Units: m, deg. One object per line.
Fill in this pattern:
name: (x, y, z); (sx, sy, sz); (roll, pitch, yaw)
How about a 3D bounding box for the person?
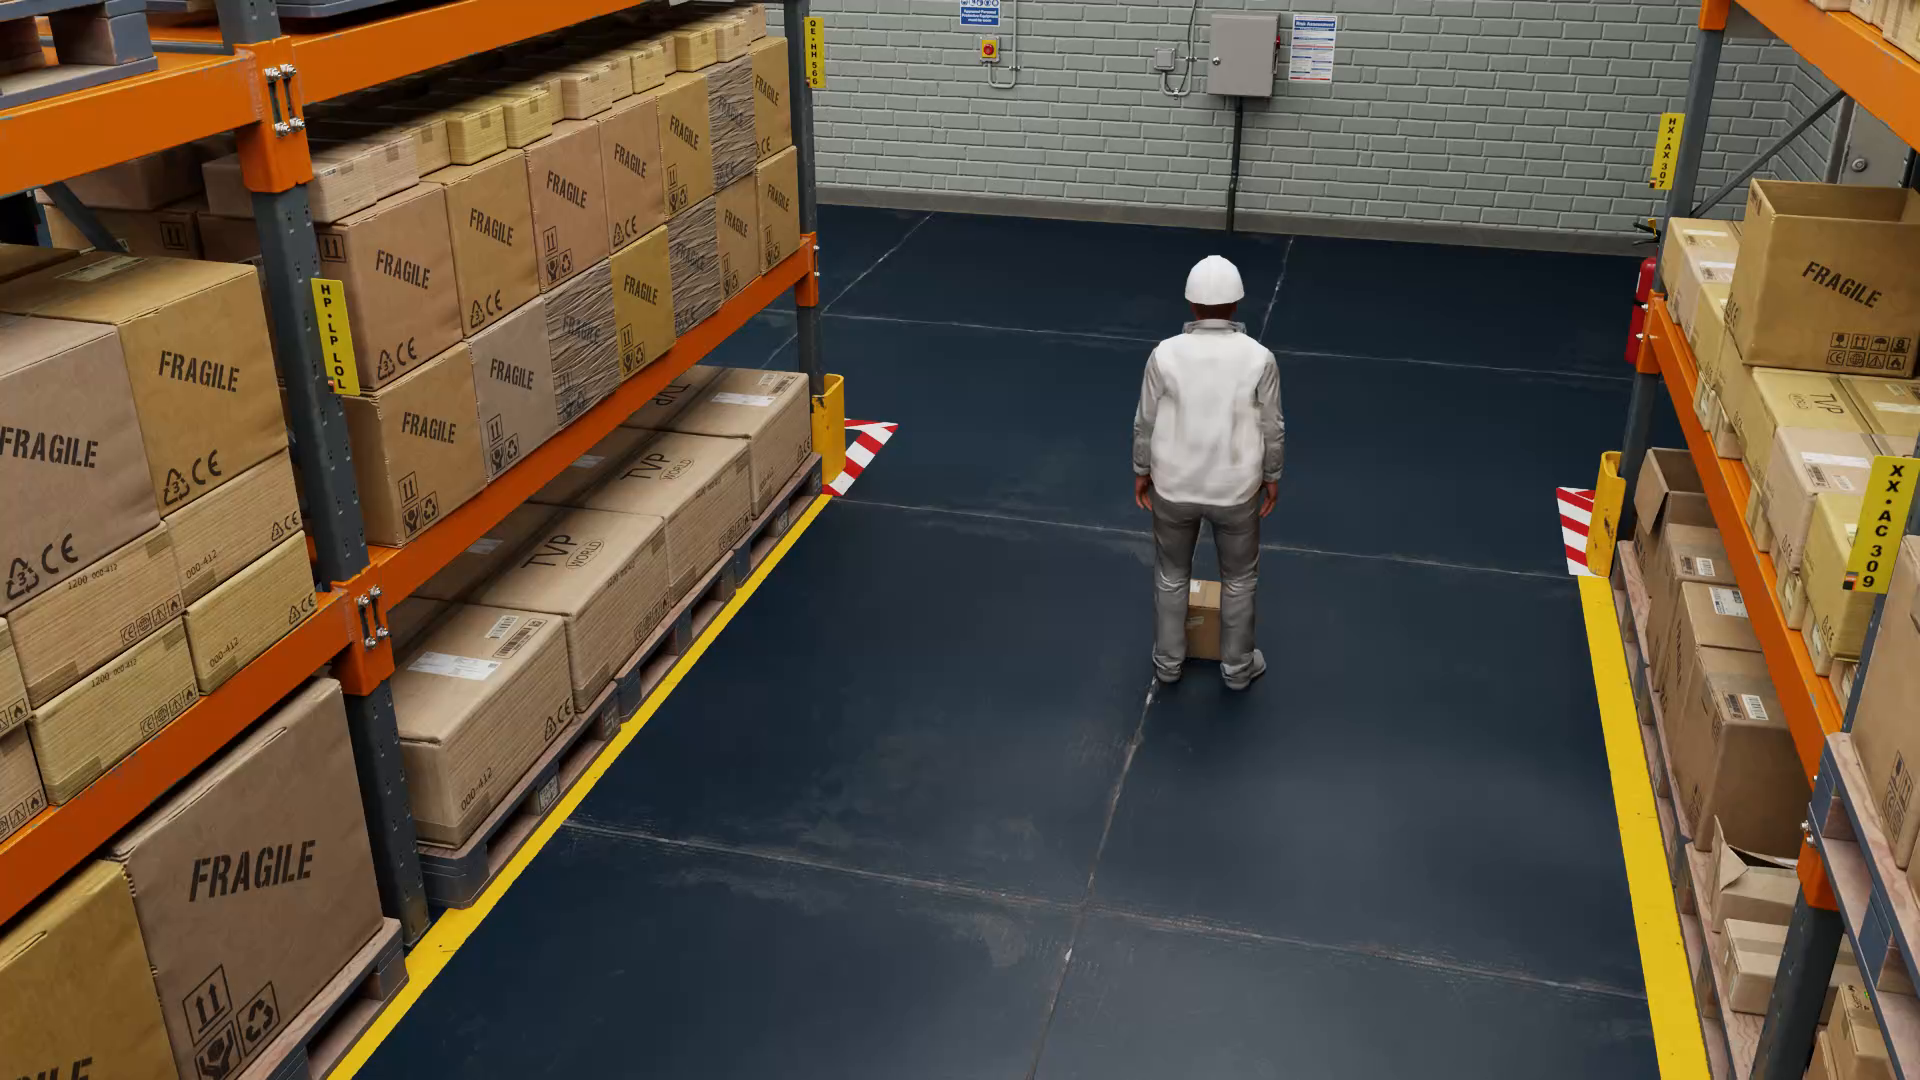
person: (0.978, -0.241, 6.590); (0.594, 1.772, 0.460); (5, 26, 10)
